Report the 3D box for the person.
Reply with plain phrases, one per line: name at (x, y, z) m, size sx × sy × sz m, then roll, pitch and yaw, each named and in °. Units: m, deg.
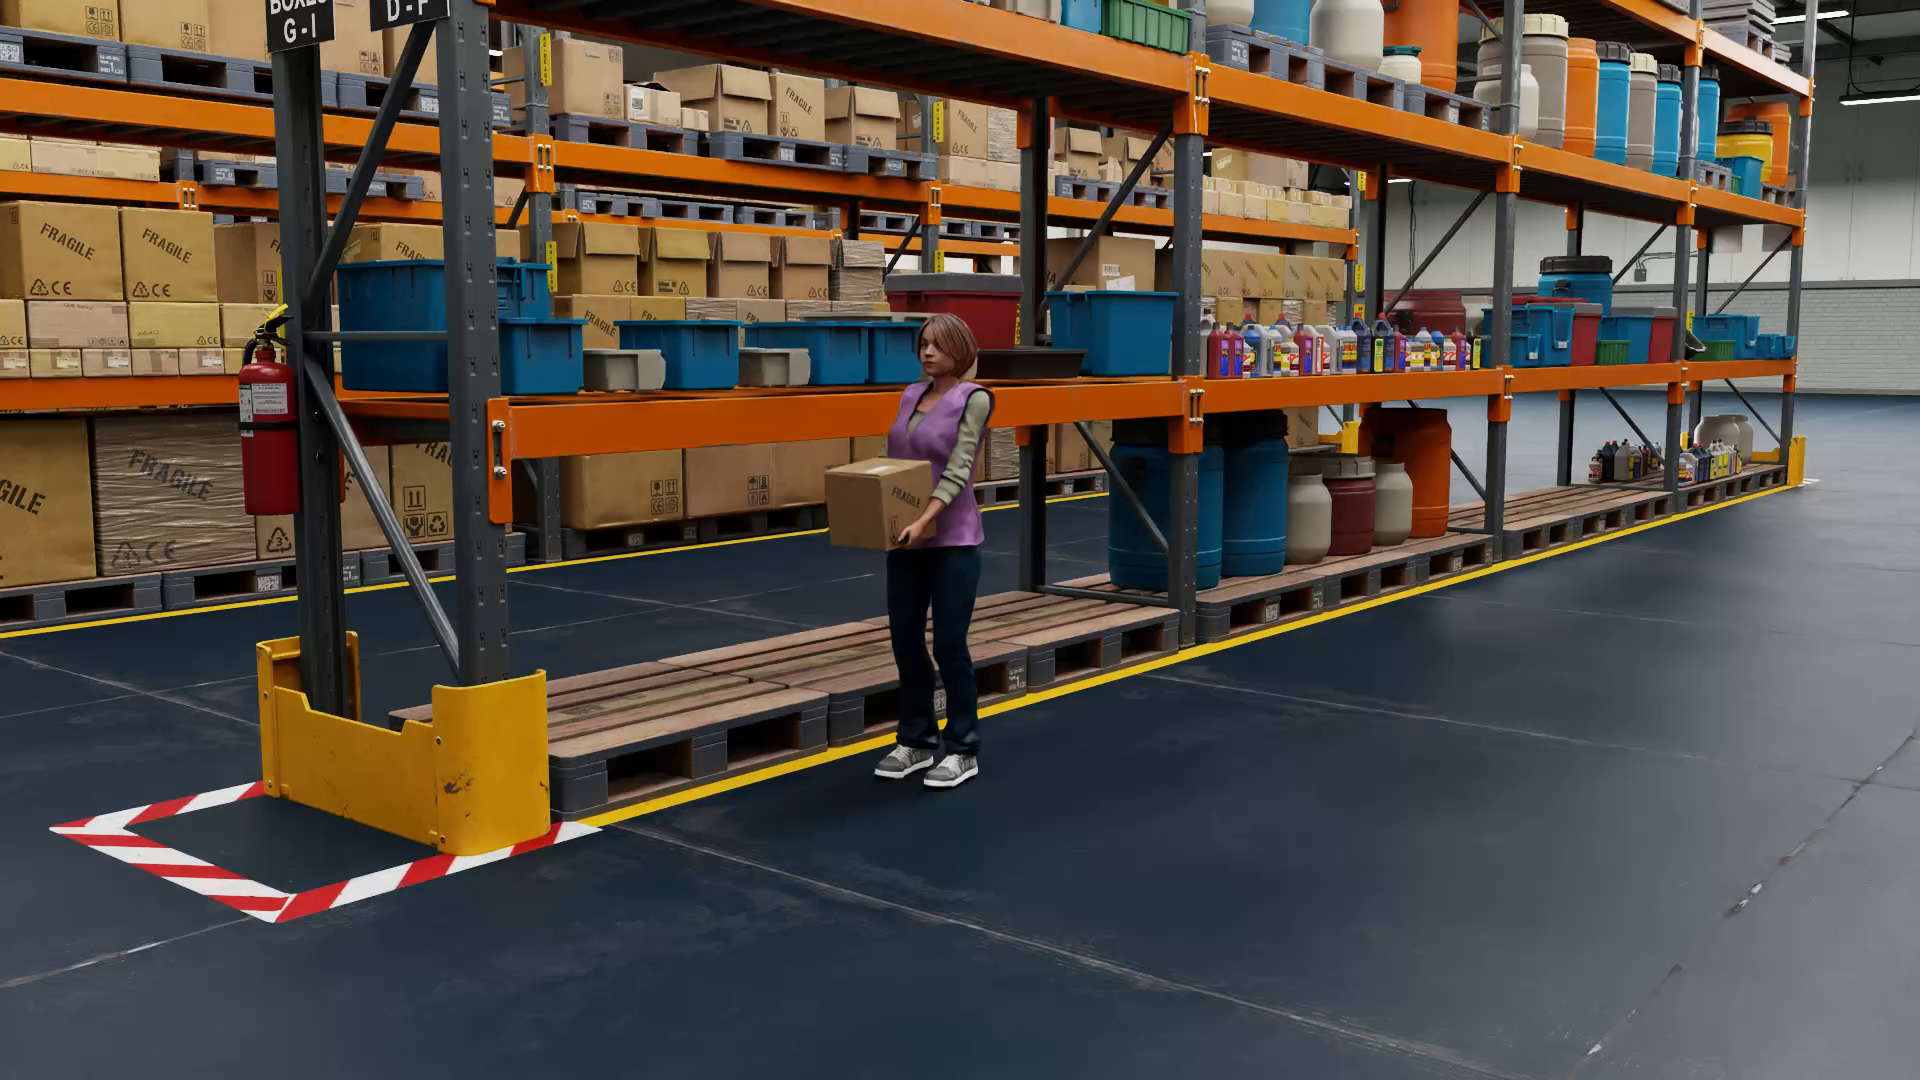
person at (-0.143, 0.036, 5.589) m, size 0.405 × 1.593 × 0.489 m, roll 6°, pitch 9°, yaw 39°
